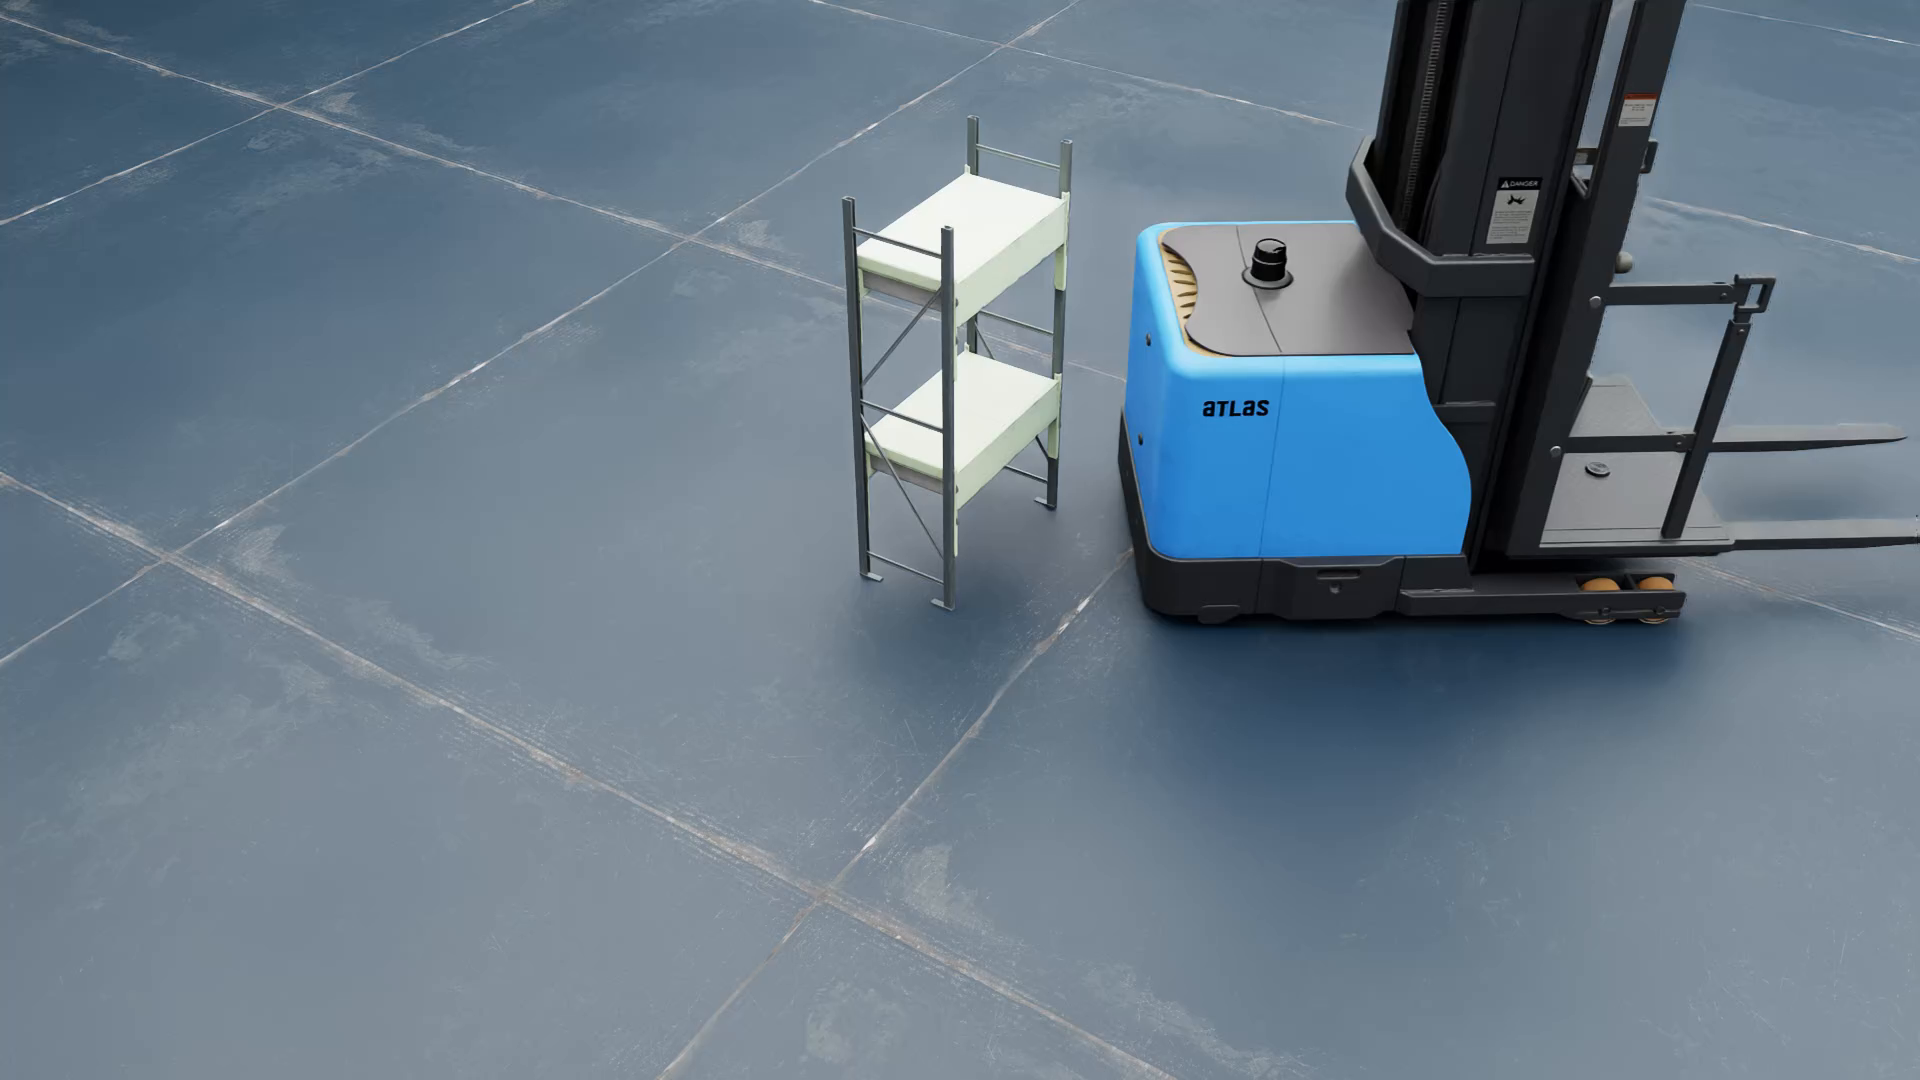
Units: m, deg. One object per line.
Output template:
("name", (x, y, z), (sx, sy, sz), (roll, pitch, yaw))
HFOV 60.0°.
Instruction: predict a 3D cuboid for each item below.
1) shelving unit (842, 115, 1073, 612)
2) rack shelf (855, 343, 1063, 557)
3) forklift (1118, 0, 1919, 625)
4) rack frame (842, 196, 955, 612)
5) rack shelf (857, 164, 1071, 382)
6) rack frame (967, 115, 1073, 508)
("shelving unit", (0.004, -0.597, 5.797), (0.431, 1.500, 0.755), (21, 42, 25))
("rack shelf", (0.004, -0.339, 5.996), (0.431, 0.370, 0.720), (21, 42, 25))
("forklift", (2.147, -1.187, 5.389), (3.031, 2.935, 1.130), (-1, 38, -1))
("rack frame", (-0.193, -0.409, 5.552), (0.400, 1.500, 0.023), (21, 42, 25))
("rack shelf", (0.004, -0.907, 5.558), (0.431, 0.370, 0.720), (21, 42, 25))
("rack frame", (0.200, -0.786, 6.041), (0.400, 1.500, 0.023), (21, 42, 25))
